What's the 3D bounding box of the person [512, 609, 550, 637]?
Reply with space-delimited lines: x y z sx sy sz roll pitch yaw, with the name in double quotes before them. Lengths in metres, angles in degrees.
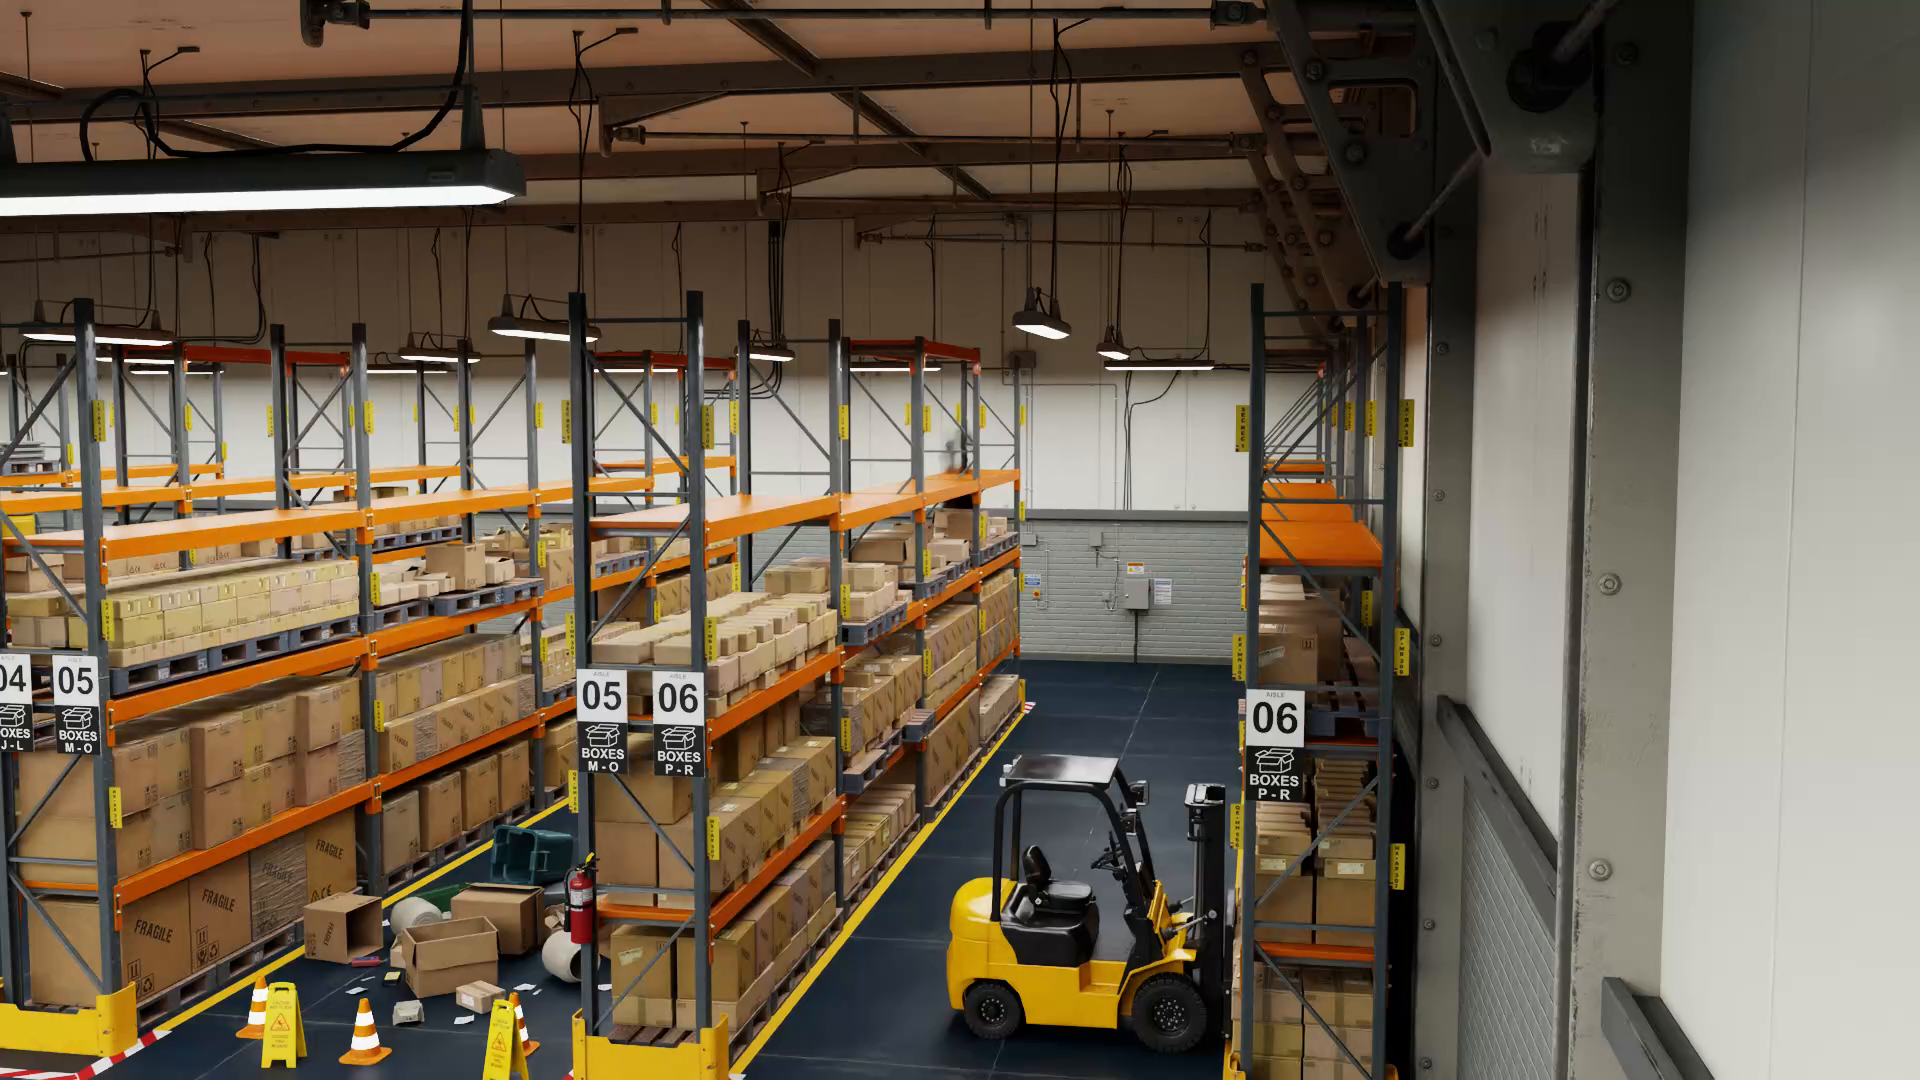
"person" -7.580 1.948 29.355 0.666 1.718 0.559 0 5 -2
